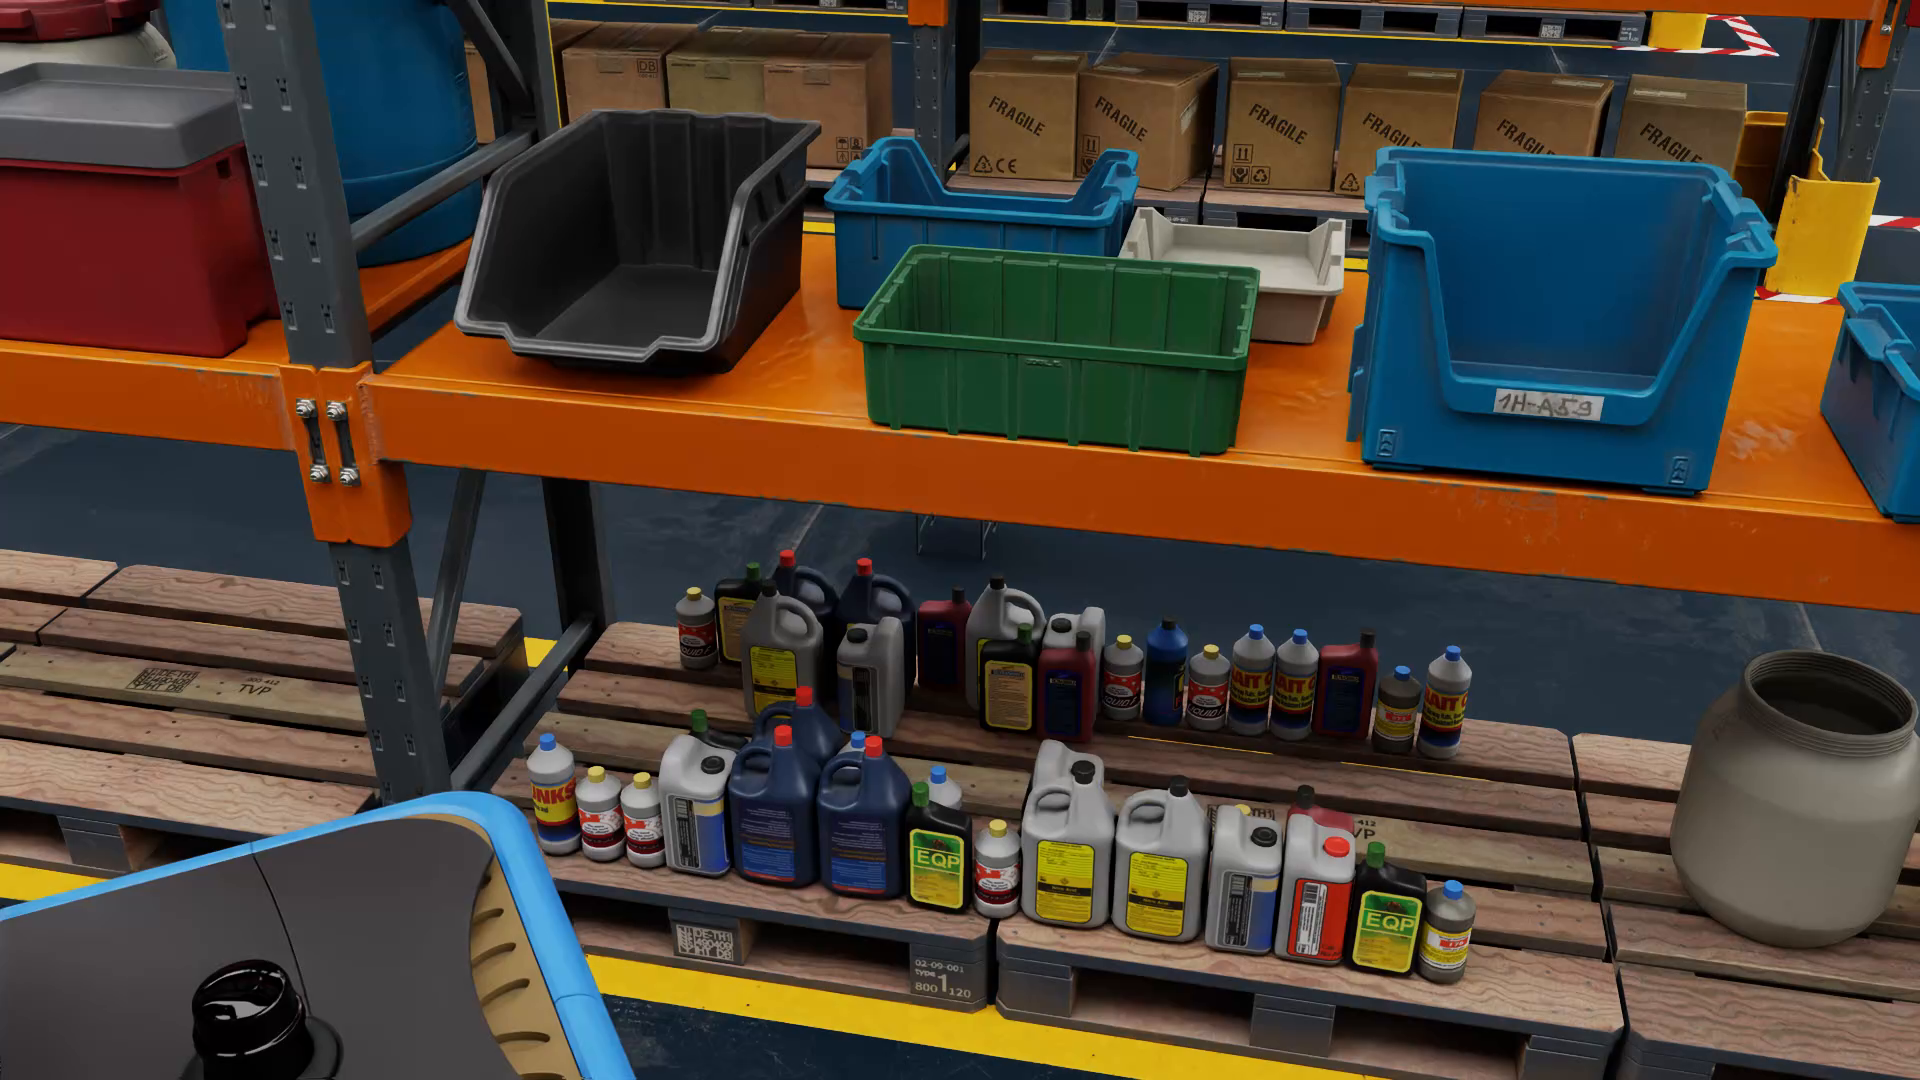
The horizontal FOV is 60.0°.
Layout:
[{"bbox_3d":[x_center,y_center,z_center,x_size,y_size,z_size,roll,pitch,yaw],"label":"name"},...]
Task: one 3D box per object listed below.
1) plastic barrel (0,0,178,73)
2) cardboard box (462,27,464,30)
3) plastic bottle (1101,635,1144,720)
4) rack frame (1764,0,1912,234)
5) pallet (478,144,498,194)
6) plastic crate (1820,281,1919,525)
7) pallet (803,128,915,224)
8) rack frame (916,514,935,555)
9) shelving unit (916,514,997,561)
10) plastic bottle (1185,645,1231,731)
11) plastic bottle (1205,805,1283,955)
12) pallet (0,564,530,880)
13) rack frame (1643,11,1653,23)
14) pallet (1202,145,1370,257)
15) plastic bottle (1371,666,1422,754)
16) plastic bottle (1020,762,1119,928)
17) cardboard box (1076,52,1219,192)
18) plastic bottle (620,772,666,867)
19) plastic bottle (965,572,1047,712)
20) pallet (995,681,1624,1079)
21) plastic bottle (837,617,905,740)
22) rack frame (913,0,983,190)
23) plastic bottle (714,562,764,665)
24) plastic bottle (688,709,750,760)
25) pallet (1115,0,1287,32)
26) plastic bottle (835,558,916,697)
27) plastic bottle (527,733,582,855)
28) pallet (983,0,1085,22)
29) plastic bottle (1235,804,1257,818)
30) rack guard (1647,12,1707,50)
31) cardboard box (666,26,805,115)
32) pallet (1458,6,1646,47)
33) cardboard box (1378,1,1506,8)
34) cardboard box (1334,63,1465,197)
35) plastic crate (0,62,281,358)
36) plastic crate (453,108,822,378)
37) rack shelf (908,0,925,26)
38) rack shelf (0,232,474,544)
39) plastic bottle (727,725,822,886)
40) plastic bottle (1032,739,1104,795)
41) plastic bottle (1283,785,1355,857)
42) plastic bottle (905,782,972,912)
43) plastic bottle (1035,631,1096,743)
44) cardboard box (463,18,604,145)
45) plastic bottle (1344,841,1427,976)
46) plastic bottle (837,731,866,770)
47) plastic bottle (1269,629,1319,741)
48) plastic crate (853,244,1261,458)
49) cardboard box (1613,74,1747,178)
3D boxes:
[{"bbox_3d":[-1.973,-0.969,3.754,0.433,0.535,0.433,0,29,0],"label":"plastic barrel"},{"bbox_3d":[-2.778,-2.761,8.534,0.500,0.250,0.500,9,30,16],"label":"cardboard box"},{"bbox_3d":[0.390,0.322,3.993,0.097,0.201,0.097,0,29,0],"label":"plastic bottle"},{"bbox_3d":[3.863,-2.635,6.939,0.127,3.000,1.000,6,29,11],"label":"rack frame"},{"bbox_3d":[-2.007,-2.012,8.705,1.213,0.211,1.003,6,29,11],"label":"pallet"},{"bbox_3d":[1.643,-0.221,2.685,0.408,0.251,0.499,6,29,11],"label":"plastic crate"},{"bbox_3d":[-0.810,-1.890,8.483,1.213,0.211,1.003,6,29,11],"label":"pallet"},{"bbox_3d":[-0.107,-0.406,5.054,0.006,0.900,0.240,6,29,11],"label":"rack frame"},{"bbox_3d":[-0.008,-0.396,5.035,0.210,0.900,0.258,6,29,11],"label":"shelving unit"},{"bbox_3d":[0.591,0.343,3.956,0.097,0.201,0.097,0,29,0],"label":"plastic bottle"},{"bbox_3d":[0.565,0.663,3.294,0.135,0.276,0.152,5,29,9],"label":"plastic bottle"},{"bbox_3d":[-1.859,0.453,4.203,1.213,0.211,1.003,6,29,11],"label":"pallet"},{"bbox_3d":[4.998,-4.954,11.176,0.127,3.000,1.000,6,29,11],"label":"rack frame"},{"bbox_3d":[1.812,-1.641,8.027,1.213,0.211,1.003,6,29,11],"label":"pallet"},{"bbox_3d":[1.019,0.387,3.875,0.097,0.201,0.097,0,29,0],"label":"plastic bottle"},{"bbox_3d":[0.220,0.596,3.337,0.185,0.351,0.144,6,29,10],"label":"plastic bottle"},{"bbox_3d":[0.896,-2.011,7.965,0.500,0.500,0.500,16,32,26],"label":"cardboard box"},{"bbox_3d":[-0.664,0.583,3.518,0.097,0.201,0.097,0,29,0],"label":"plastic bottle"},{"bbox_3d":[0.110,0.240,3.989,0.185,0.351,0.144,6,29,10],"label":"plastic bottle"},{"bbox_3d":[0.762,0.721,3.713,1.213,0.211,1.003,6,29,11],"label":"pallet"},{"bbox_3d":[-0.212,0.312,3.934,0.135,0.276,0.152,6,29,11],"label":"plastic bottle"},{"bbox_3d":[-0.049,-3.036,7.672,0.127,3.000,1.000,6,29,11],"label":"rack frame"},{"bbox_3d":[-0.544,0.182,4.165,0.133,0.283,0.061,7,30,13],"label":"plastic bottle"},{"bbox_3d":[-0.519,0.496,3.591,0.133,0.283,0.061,6,29,11],"label":"plastic bottle"},{"bbox_3d":[1.813,-4.019,12.371,1.213,0.211,1.003,6,29,11],"label":"pallet"},{"bbox_3d":[-0.205,0.207,4.048,0.185,0.351,0.144,4,29,8],"label":"plastic bottle"},{"bbox_3d":[-0.863,0.532,3.538,0.097,0.271,0.097,0,29,0],"label":"plastic bottle"},{"bbox_3d":[0.316,-4.174,12.655,1.213,0.211,1.003,6,29,11],"label":"pallet"},{"bbox_3d":[0.573,0.635,3.423,0.097,0.201,0.097,0,29,0],"label":"plastic bottle"},{"bbox_3d":[5.021,-3.855,11.771,0.348,0.500,1.175,6,29,11],"label":"rack guard"},{"bbox_3d":[-1.107,-2.261,8.401,0.500,0.500,0.700,6,29,10],"label":"cardboard box"},{"bbox_3d":[4.199,-3.774,11.925,1.213,0.211,1.003,6,29,11],"label":"pallet"},{"bbox_3d":[3.460,-4.331,11.812,0.875,0.875,0.875,5,29,10],"label":"cardboard box"},{"bbox_3d":[2.056,-1.909,7.778,0.500,0.500,0.500,9,30,15],"label":"cardboard box"},{"bbox_3d":[-1.621,-0.643,3.234,0.583,0.464,0.402,6,29,11],"label":"plastic crate"},{"bbox_3d":[-0.598,-0.571,3.233,0.504,0.338,0.767,6,29,11],"label":"plastic crate"},{"bbox_3d":[-2.005,-2.921,8.211,4.000,0.370,1.077,6,29,11],"label":"rack shelf"},{"bbox_3d":[-3.039,-0.595,3.962,4.000,0.370,1.077,6,29,11],"label":"rack shelf"},{"bbox_3d":[-0.380,0.535,3.450,0.185,0.351,0.144,7,29,12],"label":"plastic bottle"},{"bbox_3d":[0.226,0.557,3.487,0.135,0.276,0.152,6,29,11],"label":"plastic bottle"},{"bbox_3d":[0.722,0.623,3.359,0.133,0.283,0.061,6,29,11],"label":"plastic bottle"},{"bbox_3d":[-0.043,0.619,3.366,0.133,0.283,0.061,7,30,13],"label":"plastic bottle"},{"bbox_3d":[0.247,0.338,3.880,0.133,0.283,0.061,6,29,11],"label":"plastic bottle"},{"bbox_3d":[-2.200,-2.373,8.605,0.500,0.500,0.700,8,30,15],"label":"cardboard box"},{"bbox_3d":[0.823,0.708,3.203,0.133,0.283,0.061,7,29,12],"label":"plastic bottle"},{"bbox_3d":[-0.213,0.527,3.546,0.097,0.271,0.097,0,29,0],"label":"plastic bottle"},{"bbox_3d":[0.786,0.332,3.902,0.097,0.271,0.097,0,29,0],"label":"plastic bottle"},{"bbox_3d":[0.186,-0.348,2.983,0.662,0.188,0.450,6,29,11],"label":"plastic crate"},{"bbox_3d":[3.256,-1.793,7.567,0.500,0.500,0.500,11,31,20],"label":"cardboard box"}]
